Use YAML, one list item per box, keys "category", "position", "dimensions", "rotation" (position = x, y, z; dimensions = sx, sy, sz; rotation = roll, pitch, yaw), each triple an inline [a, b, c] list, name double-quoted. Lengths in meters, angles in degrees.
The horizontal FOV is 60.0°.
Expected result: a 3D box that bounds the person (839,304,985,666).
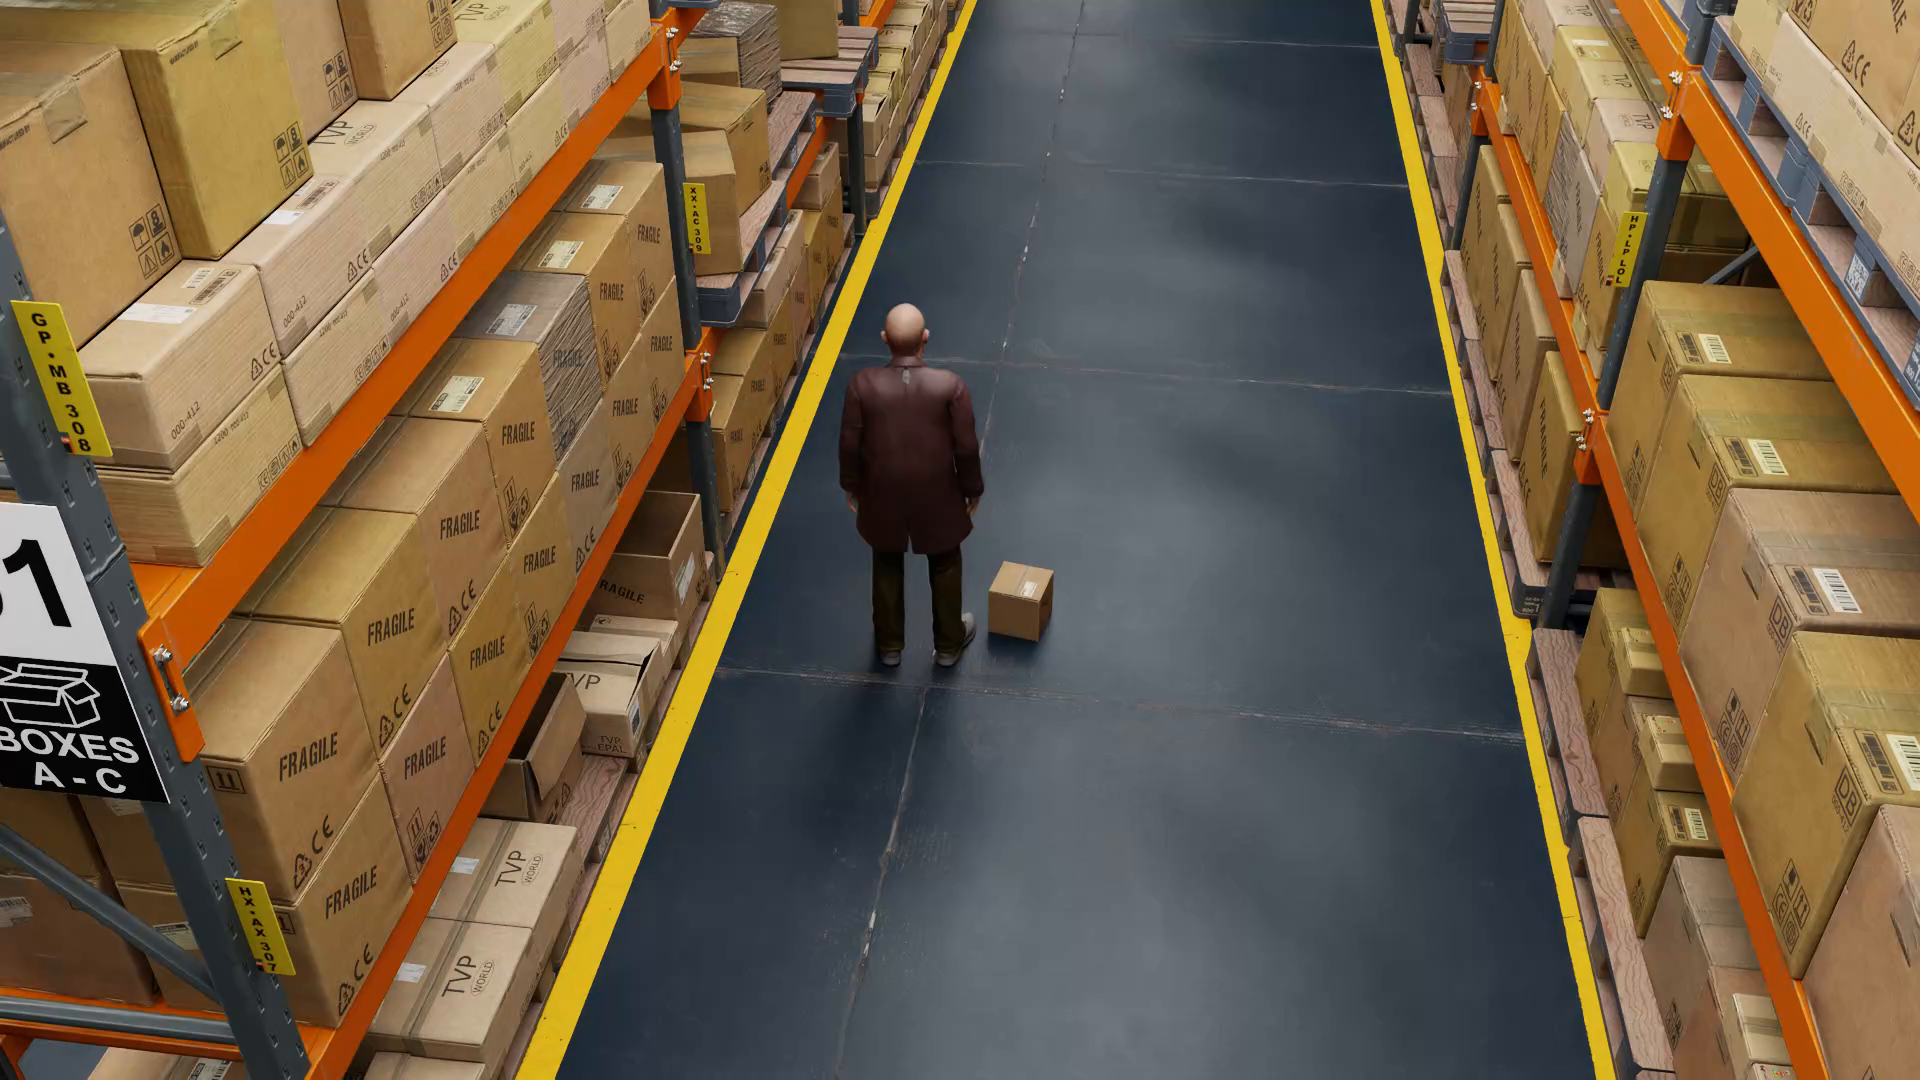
- category: "person"
  position: [-0.213, -0.218, 7.359]
  dimensions: [0.644, 1.774, 0.428]
  rotation: [3, 36, 4]
